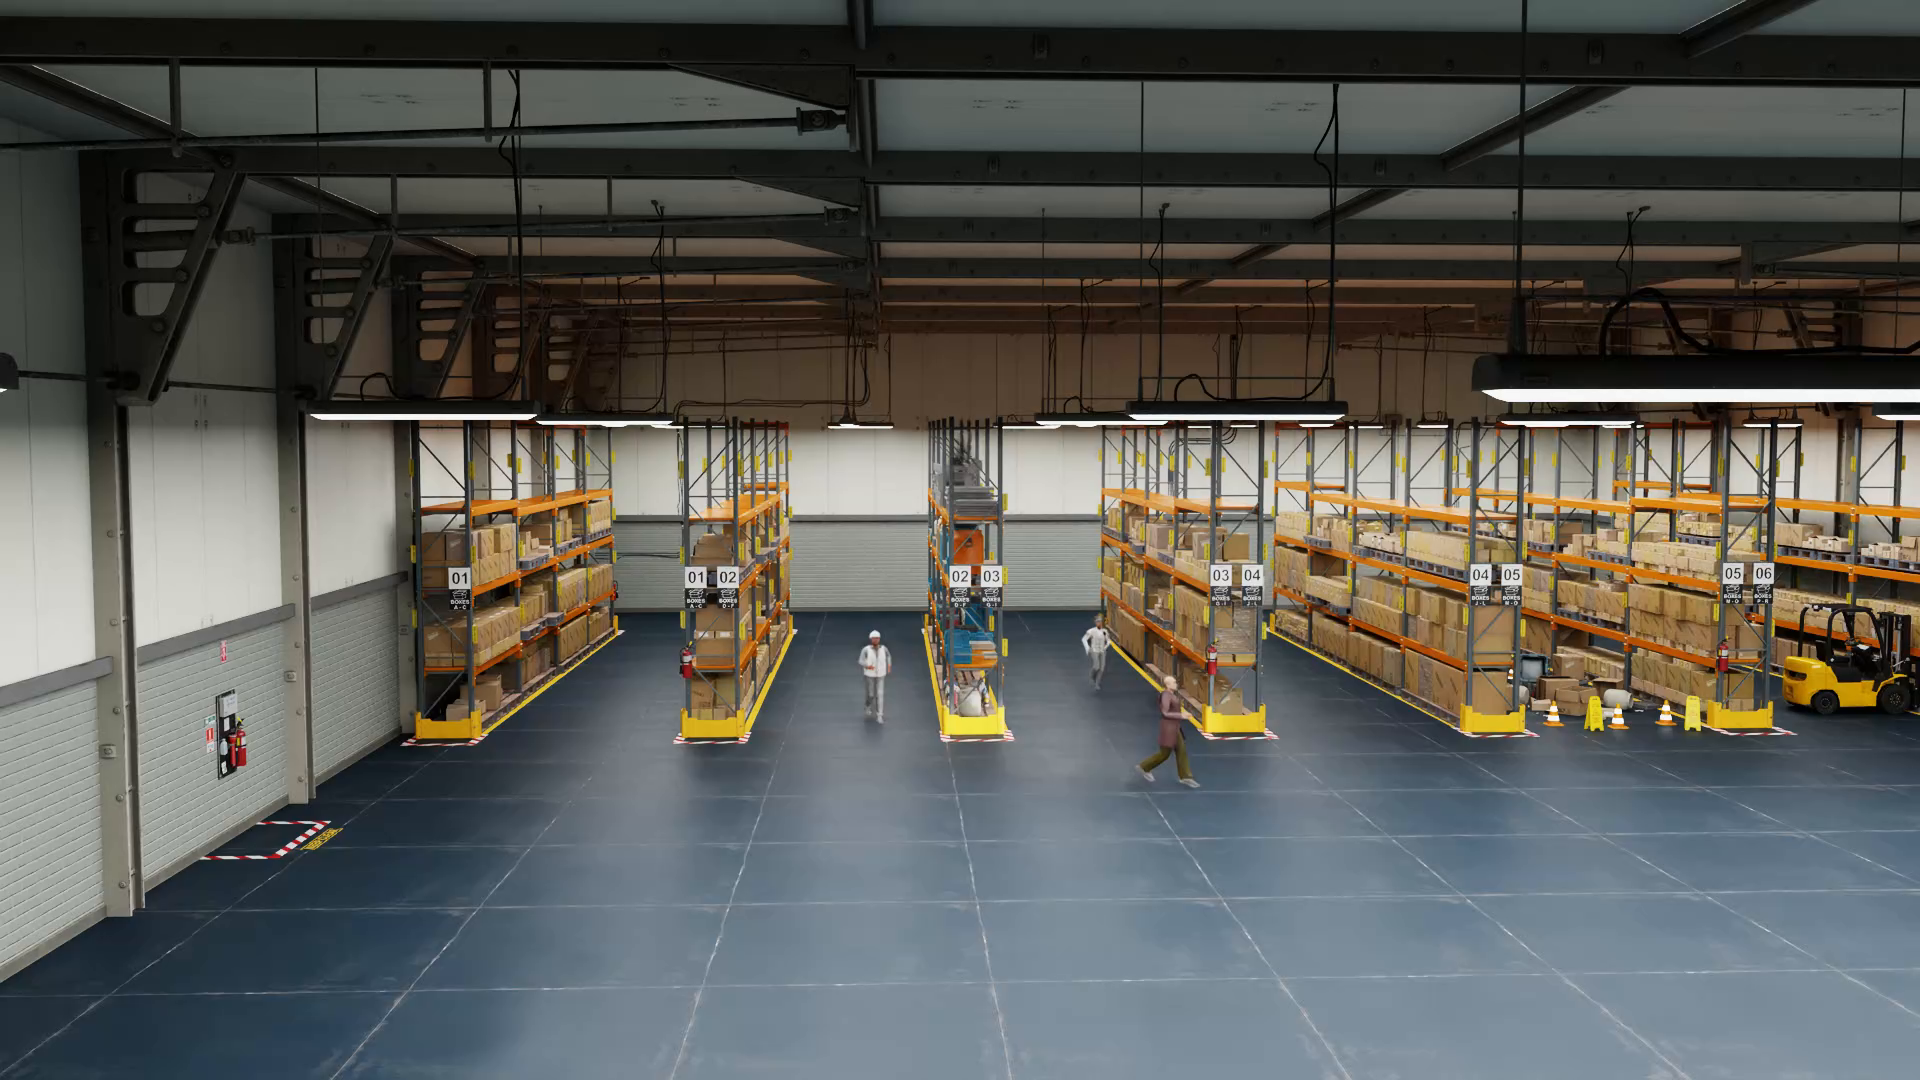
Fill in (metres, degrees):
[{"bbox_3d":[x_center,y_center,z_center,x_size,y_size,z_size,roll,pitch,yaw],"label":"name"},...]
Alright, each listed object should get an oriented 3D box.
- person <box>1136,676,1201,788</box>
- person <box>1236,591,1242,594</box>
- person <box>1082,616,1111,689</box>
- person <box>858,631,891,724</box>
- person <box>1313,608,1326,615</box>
[{"bbox_3d":[3.353,3.078,26.722,1.049,1.798,0.707,1,4,20],"label":"person"},{"bbox_3d":[7.893,1.723,48.386,0.905,1.689,0.682,3,5,34],"label":"person"},{"bbox_3d":[3.063,2.498,36.752,0.604,1.648,0.551,-1,4,-13],"label":"person"},{"bbox_3d":[-1.685,2.688,32.923,0.673,1.793,0.847,-1,4,-13],"label":"person"},{"bbox_3d":[10.308,1.705,48.631,0.859,1.718,0.694,3,5,39],"label":"person"}]
